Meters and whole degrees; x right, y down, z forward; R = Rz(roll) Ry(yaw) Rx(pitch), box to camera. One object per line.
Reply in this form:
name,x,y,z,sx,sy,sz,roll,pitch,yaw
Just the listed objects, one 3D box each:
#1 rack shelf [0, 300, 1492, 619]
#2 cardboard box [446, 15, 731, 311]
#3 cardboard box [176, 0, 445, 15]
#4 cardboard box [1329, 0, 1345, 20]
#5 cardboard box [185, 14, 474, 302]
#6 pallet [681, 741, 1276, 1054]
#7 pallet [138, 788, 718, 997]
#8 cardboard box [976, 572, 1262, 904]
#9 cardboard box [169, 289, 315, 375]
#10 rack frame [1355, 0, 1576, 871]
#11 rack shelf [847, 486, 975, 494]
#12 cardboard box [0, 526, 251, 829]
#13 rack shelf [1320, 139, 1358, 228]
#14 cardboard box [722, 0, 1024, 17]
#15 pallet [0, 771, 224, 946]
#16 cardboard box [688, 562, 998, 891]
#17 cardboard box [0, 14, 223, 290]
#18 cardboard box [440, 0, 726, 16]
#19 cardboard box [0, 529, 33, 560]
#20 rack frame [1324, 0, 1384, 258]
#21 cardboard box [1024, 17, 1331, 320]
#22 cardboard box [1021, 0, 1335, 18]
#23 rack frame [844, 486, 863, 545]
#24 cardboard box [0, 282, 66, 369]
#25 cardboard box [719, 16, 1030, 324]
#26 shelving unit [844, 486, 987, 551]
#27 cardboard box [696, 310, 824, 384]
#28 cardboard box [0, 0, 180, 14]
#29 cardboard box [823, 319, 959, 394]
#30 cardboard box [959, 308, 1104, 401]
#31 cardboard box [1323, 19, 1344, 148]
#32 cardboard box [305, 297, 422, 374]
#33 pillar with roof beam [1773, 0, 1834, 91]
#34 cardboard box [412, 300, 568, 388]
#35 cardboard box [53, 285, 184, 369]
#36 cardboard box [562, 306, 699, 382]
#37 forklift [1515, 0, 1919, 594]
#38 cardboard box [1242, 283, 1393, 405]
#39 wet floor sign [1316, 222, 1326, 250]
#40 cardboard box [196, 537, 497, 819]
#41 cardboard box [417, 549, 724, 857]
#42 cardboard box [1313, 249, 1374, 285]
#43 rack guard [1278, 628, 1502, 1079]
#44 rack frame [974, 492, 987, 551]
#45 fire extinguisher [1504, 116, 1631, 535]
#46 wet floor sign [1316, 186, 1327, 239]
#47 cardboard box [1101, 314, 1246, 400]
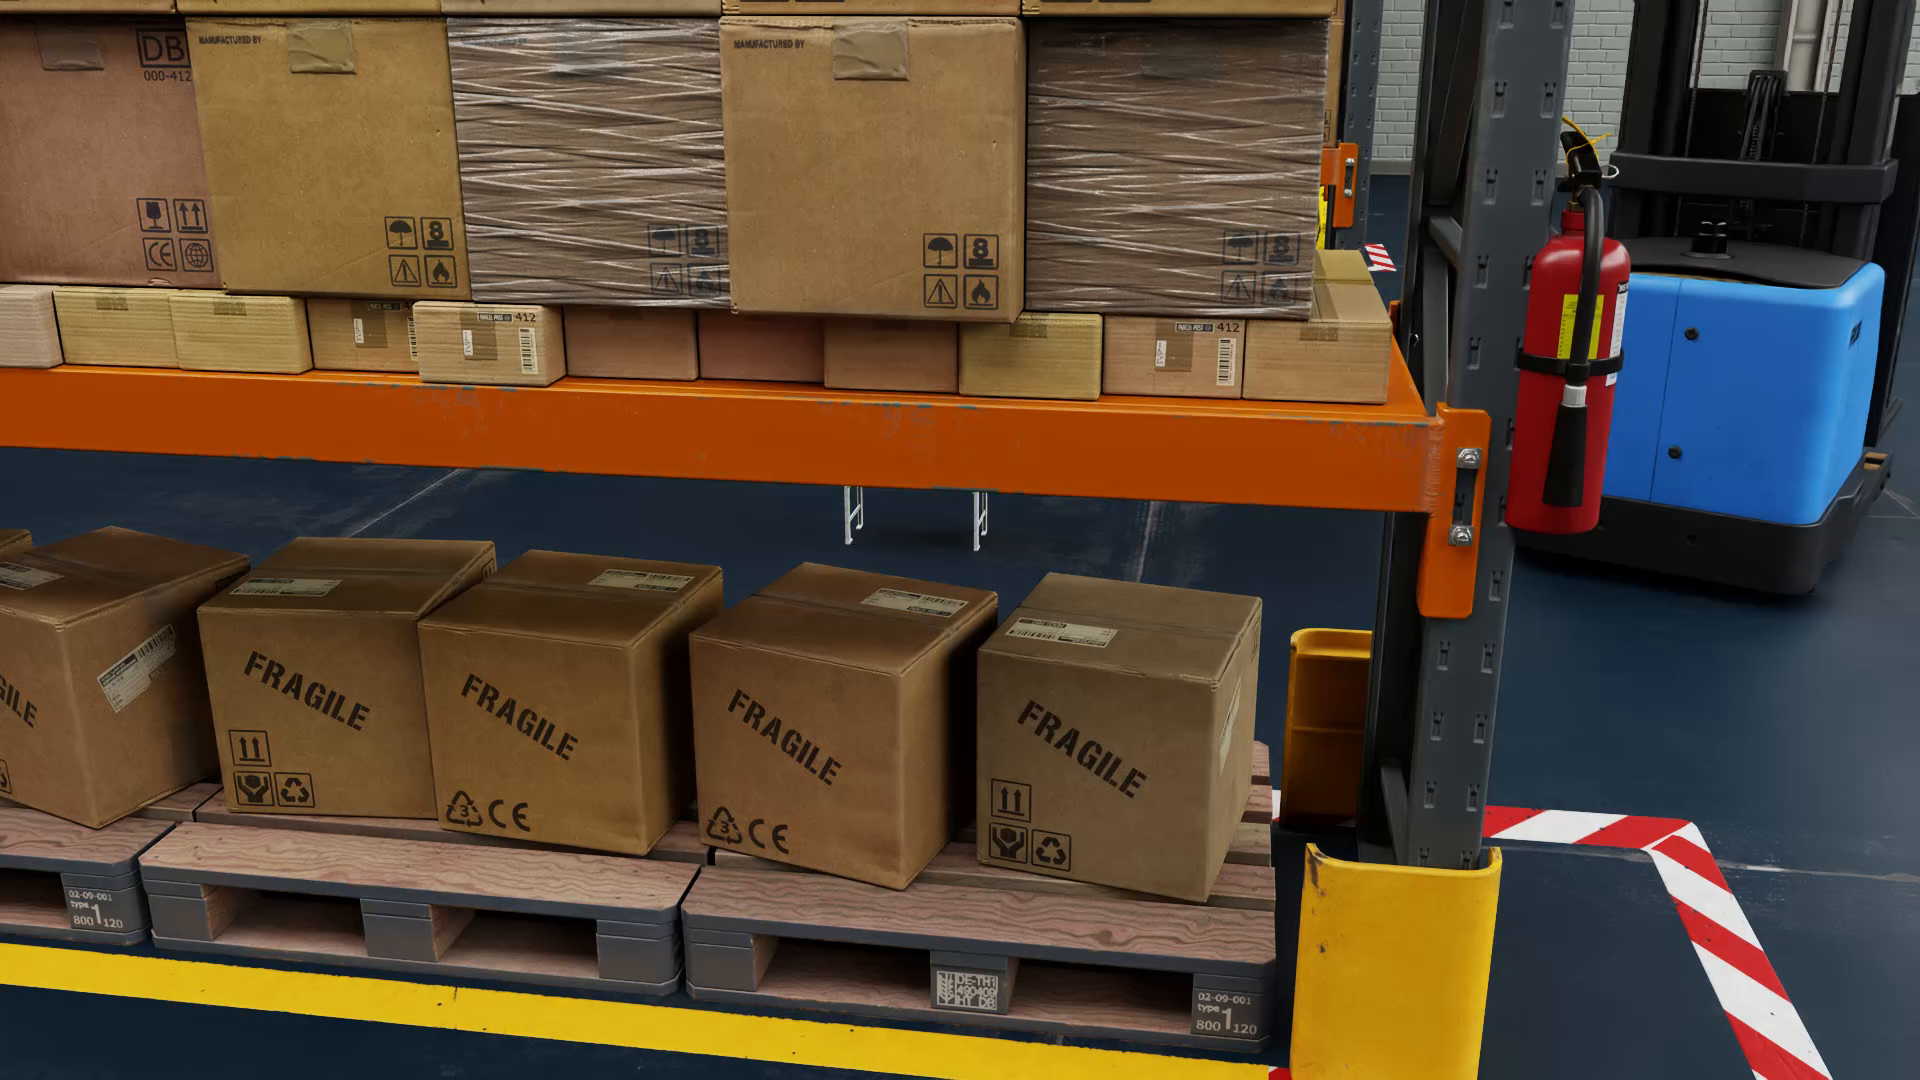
rack shelf,-1.009,-0.299,3.602,4.000,0.370,1.077,3,19,9
cardboard box,-0.572,-0.790,3.311,0.500,0.500,0.875,3,19,9
cardboard box,-1.096,-1.229,3.047,0.500,0.500,0.500,3,19,9
cardboard box,1.492,-2.702,7.713,0.550,0.550,0.875,3,19,9
cardboard box,-1.064,-0.819,3.397,0.500,0.500,0.875,3,19,9
pallet,0.095,0.727,3.796,1.213,0.211,1.003,3,19,9
pallet,-1.106,0.665,3.982,1.213,0.211,1.003,3,19,9
cardboard box,0.352,0.410,3.627,0.500,0.500,0.500,7,20,19
cardboard box,-1.336,-0.445,3.302,0.250,0.149,0.380,3,19,9
rack frame,0.966,-0.539,3.187,0.127,3.000,1.000,3,19,9
rack shelf,-0.163,-0.289,6.234,0.480,0.148,0.258,3,19,9
cardboard box,-2.028,0.305,3.942,0.500,0.500,0.500,9,21,26
rack shelf,-0.122,-1.847,8.231,4.000,0.370,1.077,3,19,9
cardboard box,-0.111,-1.175,2.887,0.500,0.500,0.500,3,19,9
pallet,-2.315,0.605,4.163,1.213,0.211,1.003,3,19,9
cardboard box,-0.243,0.391,3.685,0.500,0.500,0.500,8,20,23
cardboard box,-1.551,-0.857,3.511,0.500,0.500,0.875,3,19,9
cardboard box,-0.604,-1.201,2.964,0.500,0.500,0.500,3,19,9
cardboard box,-2.595,0.278,4.021,0.500,0.500,0.500,2,19,7
rack frame,1.853,-2.088,7.816,0.127,3.000,1.000,3,19,9
cardboard box,0.427,-0.764,3.232,0.500,0.500,0.875,3,19,9
cardboard box,0.384,-1.152,2.817,0.500,0.500,0.500,3,19,9
rack frame,-0.404,-0.590,6.174,0.015,1.200,0.240,3,19,9
cardboard box,-1.834,-0.461,3.348,0.250,0.149,0.380,3,19,9
cardboard box,-0.085,-0.751,3.195,0.500,0.500,0.875,3,19,9
shelving unit,-0.163,-0.577,6.138,0.503,1.200,0.258,3,19,9
cardboard box,-0.334,-0.422,3.233,0.250,0.149,0.380,3,19,9
cardboard box,-1.592,-1.251,3.112,0.500,0.500,0.500,3,19,9
cardboard box,-0.094,-0.396,3.156,0.250,0.149,0.380,3,19,9
cardboard box,0.150,-0.379,3.104,0.250,0.149,0.380,3,19,9
cardboard box,1.479,-2.164,7.806,0.550,0.550,0.875,3,19,9
cardboard box,-1.081,-0.447,3.306,0.250,0.149,0.380,3,19,9
pillar with roof beam,8.018,-6.711,12.178,0.400,9.000,9.100,3,19,9
cardboard box,-0.846,-0.412,3.204,0.250,0.149,0.380,3,19,9
cardboard box,-1.581,-0.461,3.350,0.250,0.149,0.380,3,19,9
cardboard box,-0.585,-0.427,3.249,0.250,0.149,0.380,3,19,9
forklift,3.225,-1.616,6.513,1.130,2.935,3.031,12,22,33
cardboard box,0.652,-0.370,3.077,0.250,0.149,0.380,3,19,9
wet floor sign,2.195,-1.590,10.039,0.232,0.644,0.267,0,19,-1
cardboard box,-1.402,0.312,3.922,0.500,0.500,0.500,1,19,4
cardboard box,-0.858,0.354,3.796,0.500,0.500,0.500,5,19,14
cardboard box,0.723,-0.509,3.493,0.250,0.149,0.380,3,19,9
rack guard,0.891,0.642,3.595,0.348,0.500,1.175,3,19,9
rack frame,0.077,-0.565,6.101,0.015,1.200,0.240,3,19,9
fire extinguisher,1.006,-0.352,2.751,0.183,0.674,0.296,3,19,9
wet floor sign,2.556,-2.183,11.809,0.232,0.644,0.267,10,21,27
cardboard box,0.405,-0.382,3.115,0.250,0.149,0.380,3,19,9
